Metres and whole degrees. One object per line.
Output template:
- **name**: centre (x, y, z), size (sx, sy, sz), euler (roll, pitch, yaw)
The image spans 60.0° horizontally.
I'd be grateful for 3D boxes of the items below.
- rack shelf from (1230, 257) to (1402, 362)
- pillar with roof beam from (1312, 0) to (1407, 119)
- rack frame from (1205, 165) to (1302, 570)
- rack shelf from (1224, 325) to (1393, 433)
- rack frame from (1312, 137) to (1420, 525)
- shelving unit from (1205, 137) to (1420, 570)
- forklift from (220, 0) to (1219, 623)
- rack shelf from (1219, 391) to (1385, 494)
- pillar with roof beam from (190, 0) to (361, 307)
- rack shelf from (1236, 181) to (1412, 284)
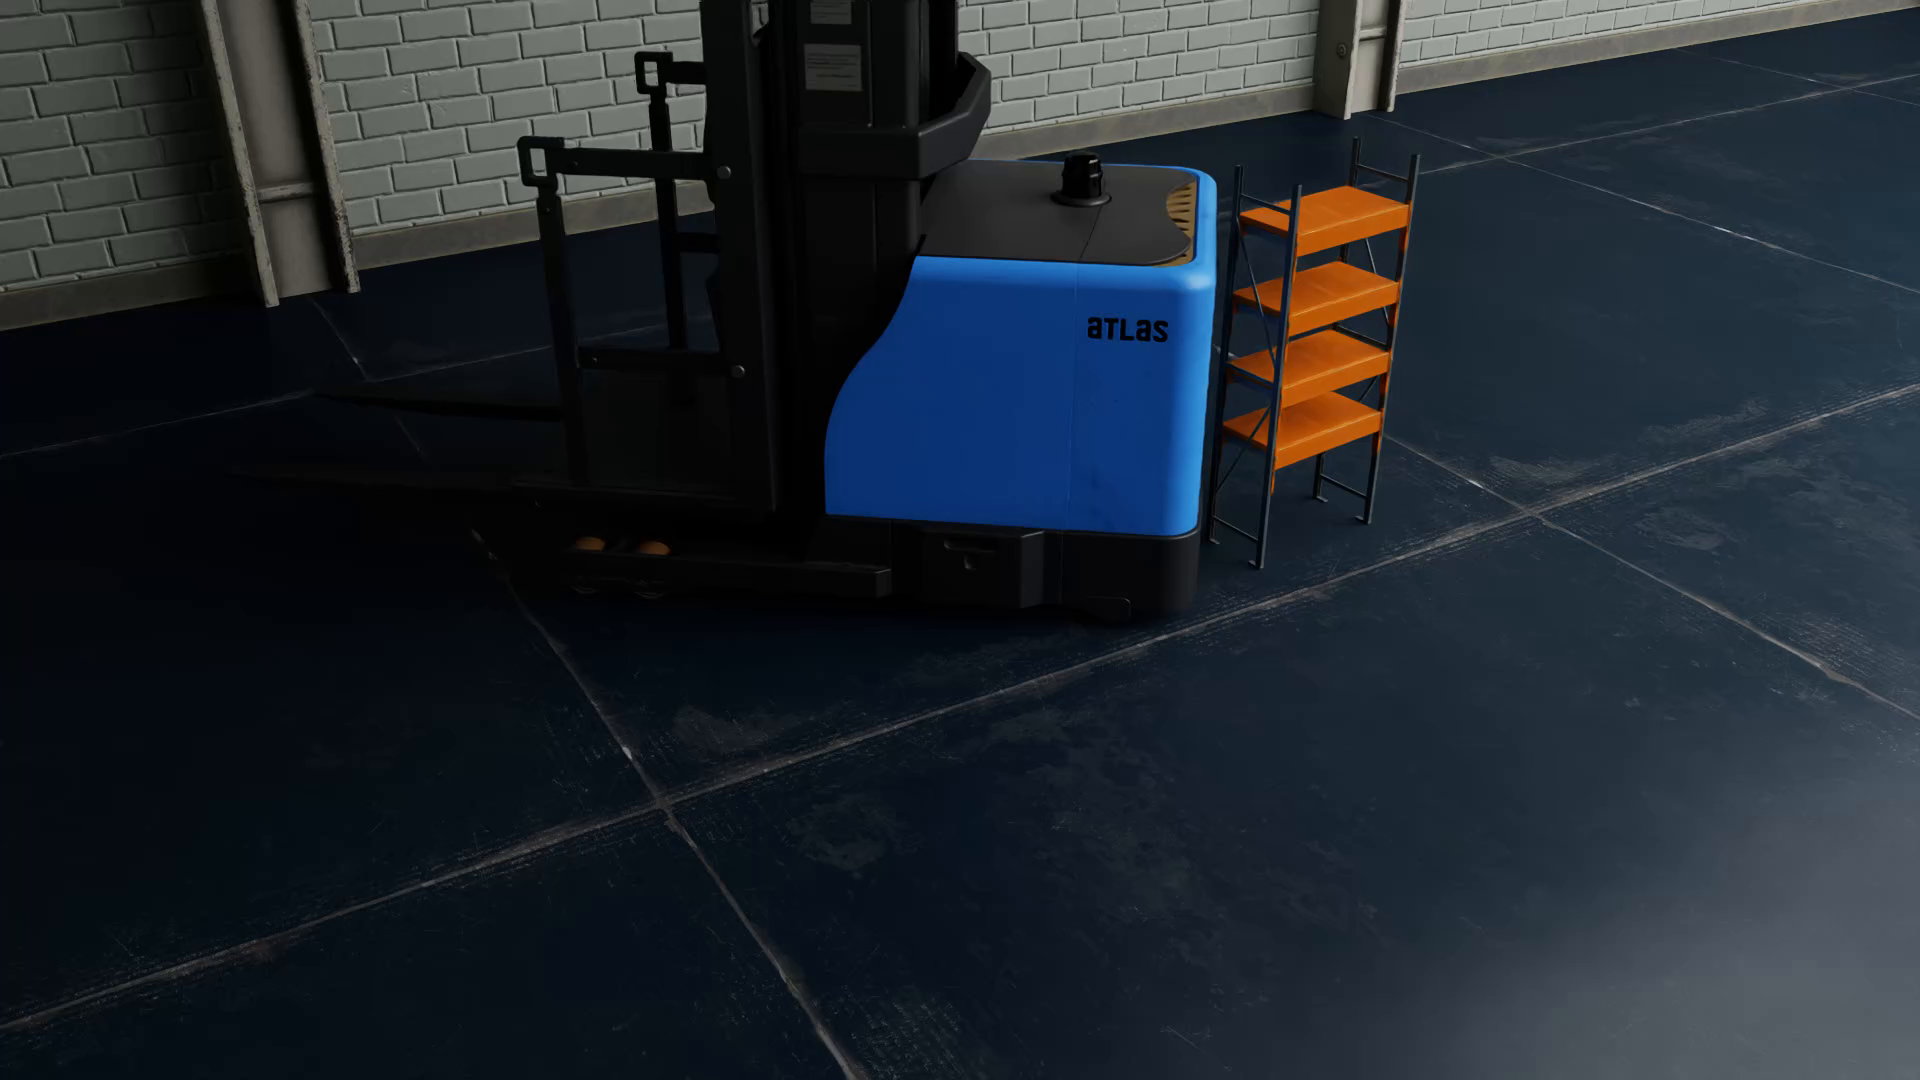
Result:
- **rack shelf**: centre (1.047, -0.689, 4.934), size (0.480, 0.148, 0.258), euler (-20, 35, -31)
- **pillar with roof beam**: centre (4.510, -4.710, 4.470), size (0.400, 9.000, 9.100), euler (-16, 33, -26)
- **rack frame**: centre (0.851, -0.482, 4.882), size (0.015, 1.200, 0.240), euler (-20, 35, -31)
- **rack shelf**: centre (1.047, -0.494, 5.042), size (0.480, 0.148, 0.258), euler (-20, 35, -31)
- **rack frame**: centre (1.243, -0.623, 5.136), size (0.015, 1.200, 0.240), euler (-20, 35, -31)
- **shelving unit**: centre (1.047, -0.553, 5.009), size (0.503, 1.200, 0.258), euler (-20, 35, -31)
- **forklift**: centre (-0.761, -1.359, 4.679), size (3.031, 2.935, 1.130), euler (4, 29, 7)
- **rack shelf**: centre (1.047, -0.320, 5.138), size (0.480, 0.148, 0.258), euler (-20, 35, -31)
- **pillar with roof beam**: centre (-0.663, -3.241, 1.809), size (0.400, 9.000, 9.100), euler (-16, 33, -26)
- **rack shelf**: centre (1.047, -0.897, 4.819), size (0.480, 0.148, 0.258), euler (-20, 35, -31)
